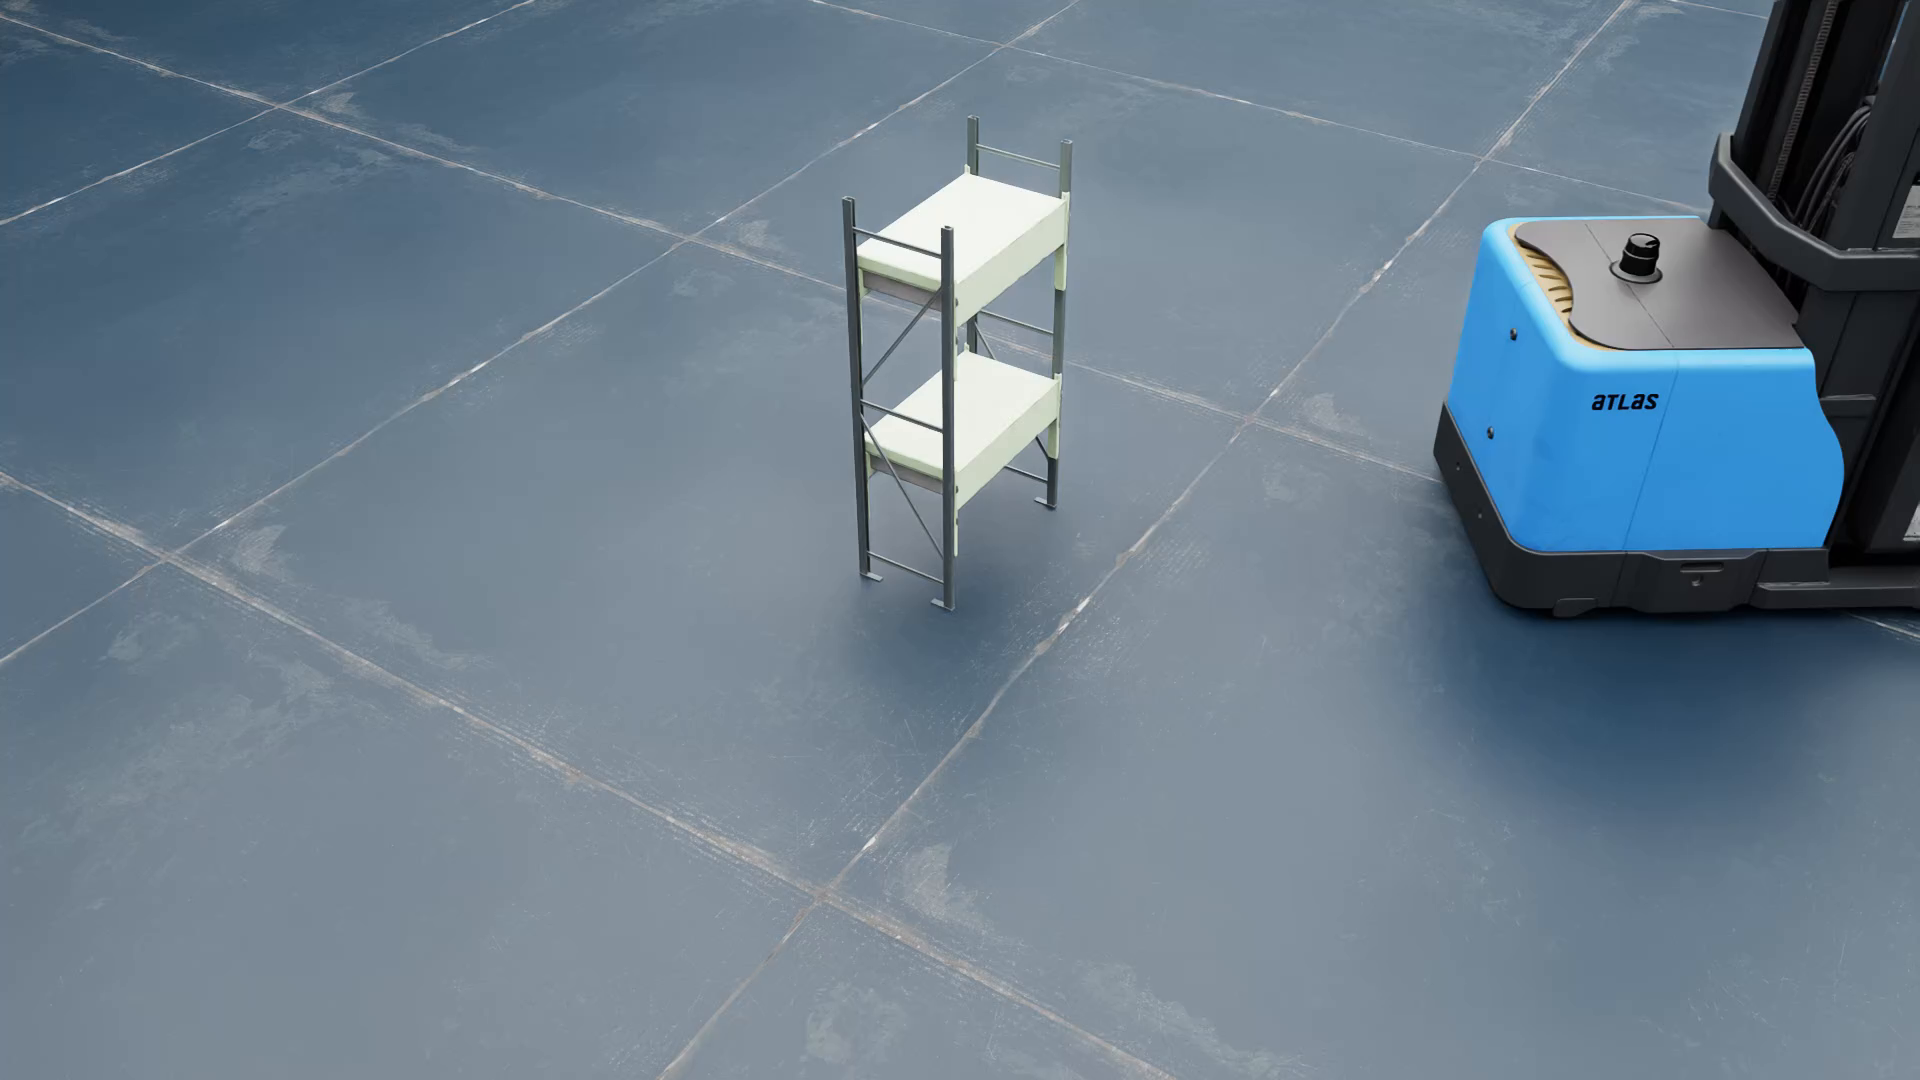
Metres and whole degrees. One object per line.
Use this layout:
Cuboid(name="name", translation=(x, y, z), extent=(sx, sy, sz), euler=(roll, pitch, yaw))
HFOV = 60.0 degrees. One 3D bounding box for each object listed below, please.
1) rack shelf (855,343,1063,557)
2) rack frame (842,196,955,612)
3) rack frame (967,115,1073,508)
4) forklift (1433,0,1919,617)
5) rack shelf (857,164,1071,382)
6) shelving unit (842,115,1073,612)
Cuboid(name="rack shelf", translation=(0.004, -0.339, 5.996), extent=(0.431, 0.370, 0.720), euler=(21, 42, 25))
Cuboid(name="rack frame", translation=(-0.193, -0.409, 5.552), extent=(0.400, 1.500, 0.023), euler=(21, 42, 25))
Cuboid(name="rack frame", translation=(0.200, -0.786, 6.041), extent=(0.400, 1.500, 0.023), euler=(21, 42, 25))
Cuboid(name="forklift", translation=(3.396, -1.209, 5.418), extent=(3.031, 2.935, 1.130), euler=(-1, 38, -1))
Cuboid(name="rack shelf", translation=(0.004, -0.907, 5.558), extent=(0.431, 0.370, 0.720), euler=(21, 42, 25))
Cuboid(name="shelving unit", translation=(0.004, -0.597, 5.797), extent=(0.431, 1.500, 0.755), euler=(21, 42, 25))
